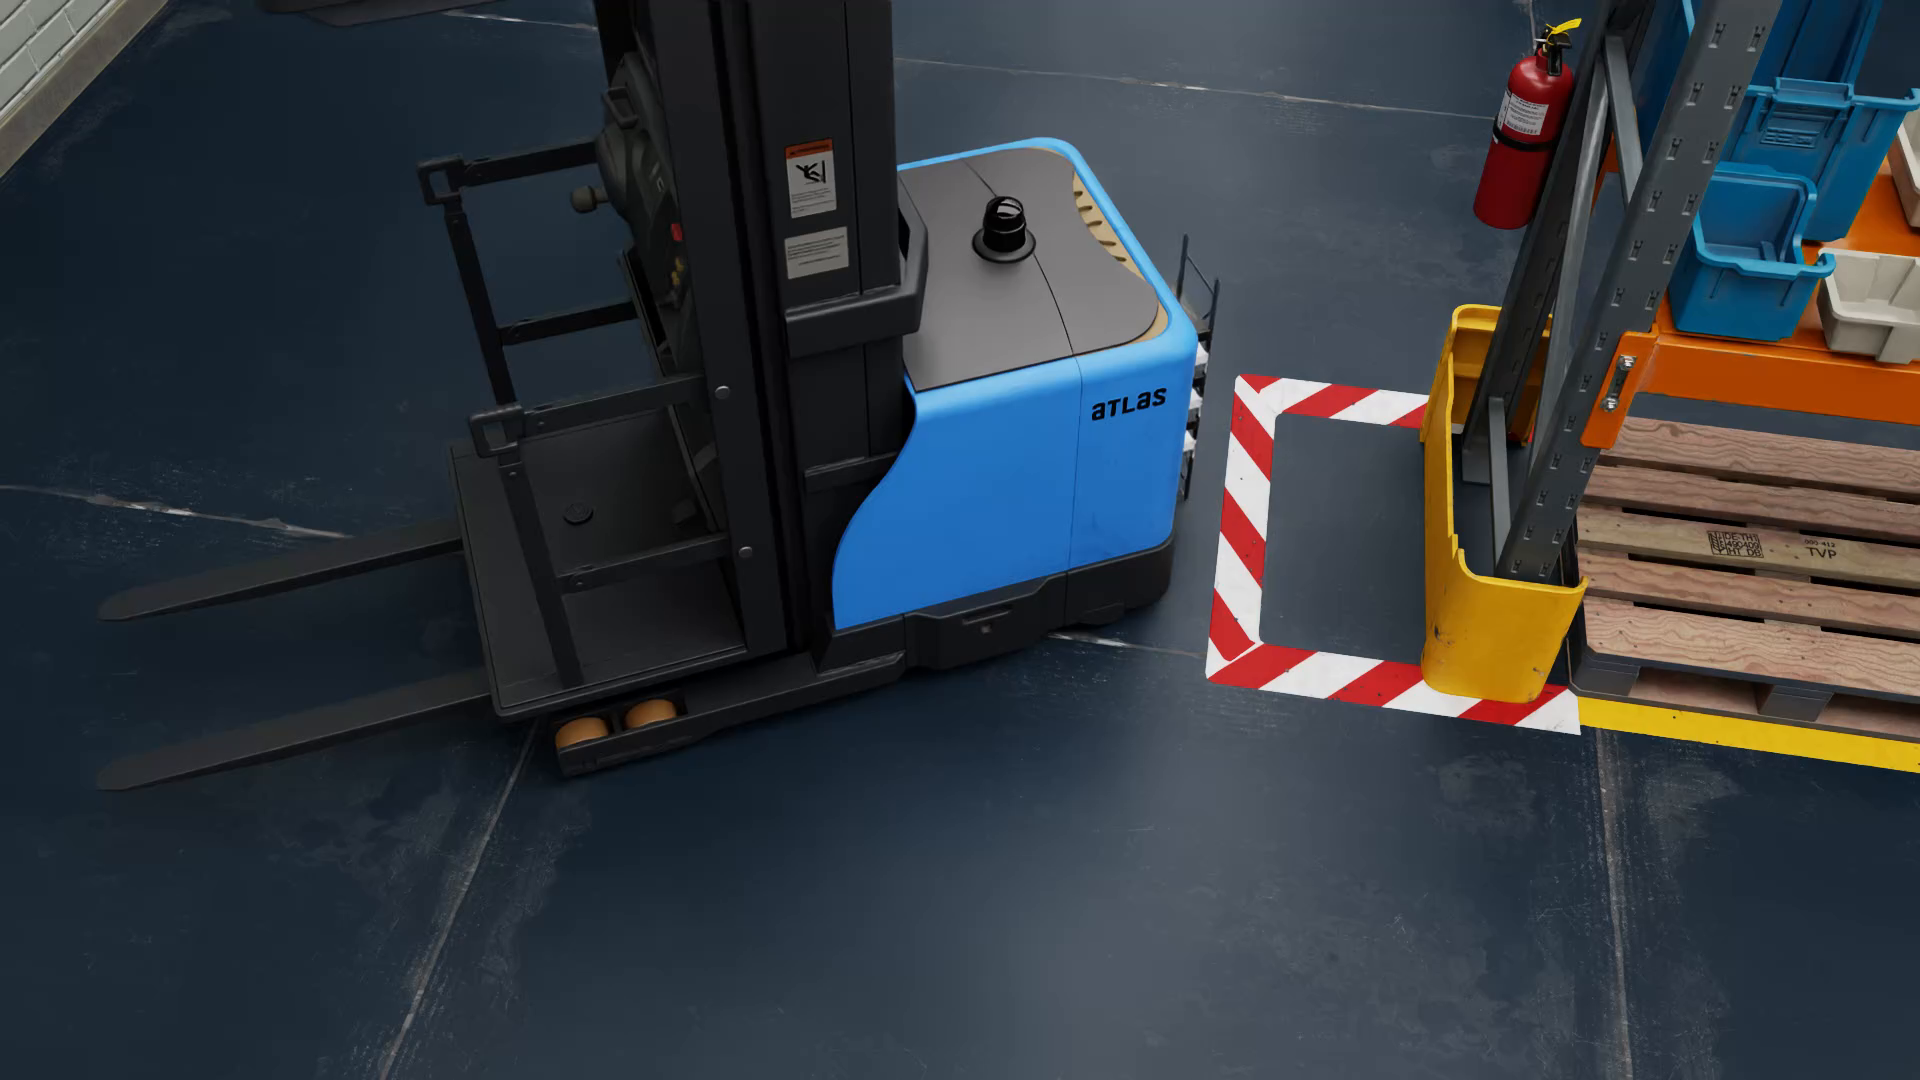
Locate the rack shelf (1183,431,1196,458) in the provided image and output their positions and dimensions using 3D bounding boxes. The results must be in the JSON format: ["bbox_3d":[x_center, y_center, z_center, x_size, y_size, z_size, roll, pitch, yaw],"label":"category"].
[{"bbox_3d":[0.598,-0.345,5.242,0.200,0.077,0.258,-14,50,-12],"label":"rack shelf"}]

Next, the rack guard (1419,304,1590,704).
[{"bbox_3d":[1.621,-0.134,5.034,0.348,0.500,1.175,8,49,7],"label":"rack guard"}]

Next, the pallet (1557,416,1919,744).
[{"bbox_3d":[2.452,0.094,5.024,1.213,0.211,1.003,8,49,7],"label":"pallet"}]

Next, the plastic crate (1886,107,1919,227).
[{"bbox_3d":[2.482,-0.932,4.208,0.243,0.136,0.396,8,49,7],"label":"plastic crate"}]

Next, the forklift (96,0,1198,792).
[{"bbox_3d":[-0.938,-0.771,3.973,3.031,2.935,1.130,-14,50,-12],"label":"forklift"}]

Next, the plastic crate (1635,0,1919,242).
[{"bbox_3d":[2.010,-1.100,4.158,0.499,0.435,0.616,8,49,7],"label":"plastic crate"}]

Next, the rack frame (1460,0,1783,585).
[{"bbox_3d":[1.647,-0.976,4.110,0.127,3.000,1.000,8,49,7],"label":"rack frame"}]

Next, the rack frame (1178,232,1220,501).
[{"bbox_3d":[0.694,-0.512,5.105,0.006,0.900,0.240,-14,50,-12],"label":"rack frame"}]

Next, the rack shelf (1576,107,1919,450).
[{"bbox_3d":[3.615,-0.471,4.140,4.000,0.370,1.077,8,49,7],"label":"rack shelf"}]

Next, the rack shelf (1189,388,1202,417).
[{"bbox_3d":[0.598,-0.465,5.108,0.200,0.077,0.258,-14,50,-12],"label":"rack shelf"}]

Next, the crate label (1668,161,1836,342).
[{"bbox_3d":[1.831,-0.666,3.904,0.303,0.233,0.416,8,49,7],"label":"crate label"}]

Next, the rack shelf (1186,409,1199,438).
[{"bbox_3d":[0.598,-0.405,5.175,0.200,0.077,0.258,-14,50,-12],"label":"rack shelf"}]

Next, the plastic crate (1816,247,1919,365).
[{"bbox_3d":[2.132,-0.531,3.847,0.298,0.136,0.250,8,49,7],"label":"plastic crate"}]

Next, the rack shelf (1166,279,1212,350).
[{"bbox_3d":[0.598,-0.646,4.907,0.200,0.077,0.258,-14,50,-12],"label":"rack shelf"}]

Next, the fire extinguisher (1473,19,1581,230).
[{"bbox_3d":[1.579,-1.178,4.594,0.183,0.674,0.296,8,49,7],"label":"fire extinguisher"}]

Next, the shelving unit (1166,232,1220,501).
[{"bbox_3d":[0.598,-0.488,5.083,0.210,0.900,0.258,-14,50,-12],"label":"shelving unit"}]

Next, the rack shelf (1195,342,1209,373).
[{"bbox_3d":[0.598,-0.586,4.974,0.200,0.077,0.258,-14,50,-12],"label":"rack shelf"}]

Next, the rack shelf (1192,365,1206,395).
[{"bbox_3d":[0.598,-0.526,5.041,0.200,0.077,0.258,-14,50,-12],"label":"rack shelf"}]
